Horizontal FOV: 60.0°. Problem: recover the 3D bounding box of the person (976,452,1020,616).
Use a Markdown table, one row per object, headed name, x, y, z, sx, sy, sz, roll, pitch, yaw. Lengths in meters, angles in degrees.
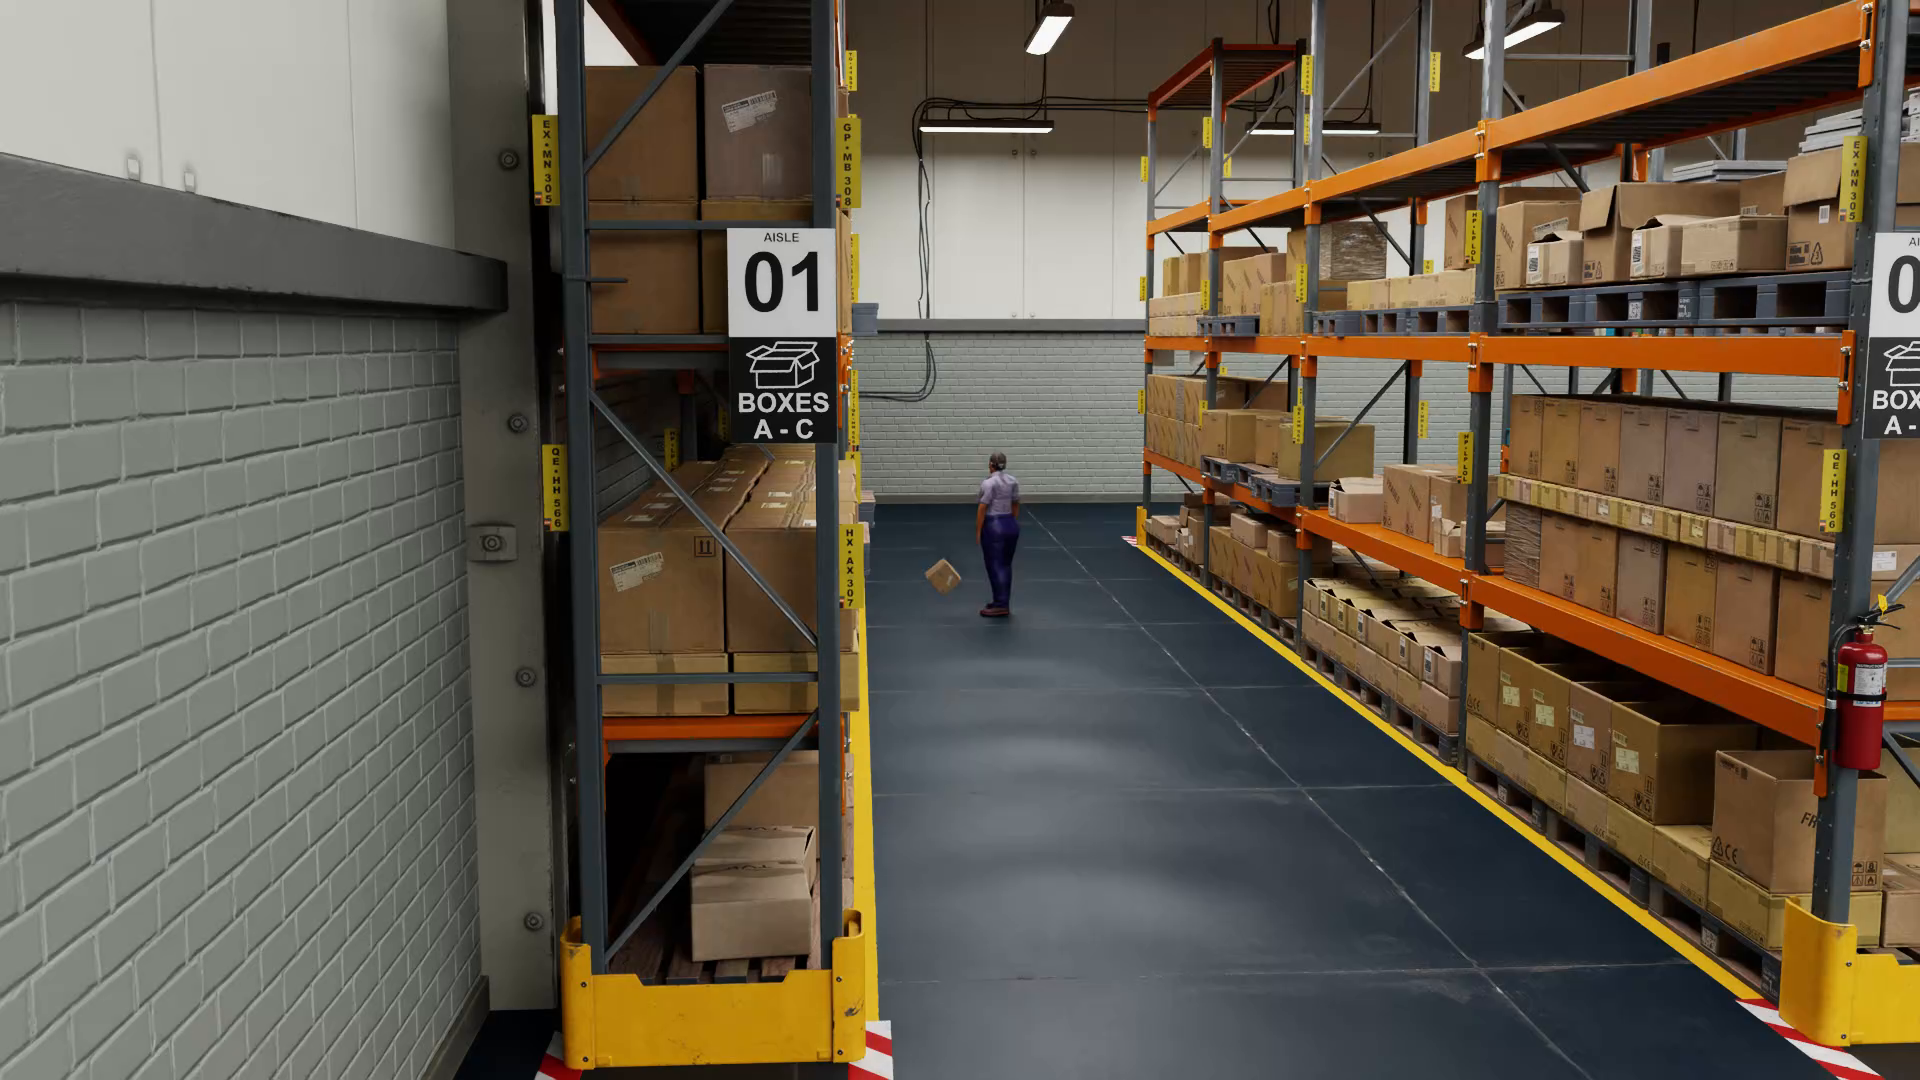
| name | x | y | z | sx | sy | sz | roll | pitch | yaw |
| --- | --- | --- | --- | --- | --- | --- | --- | --- | --- |
| person | 0.379 | -0.080 | 16.907 | 0.602 | 1.644 | 0.558 | -7 | 10 | -43 |
